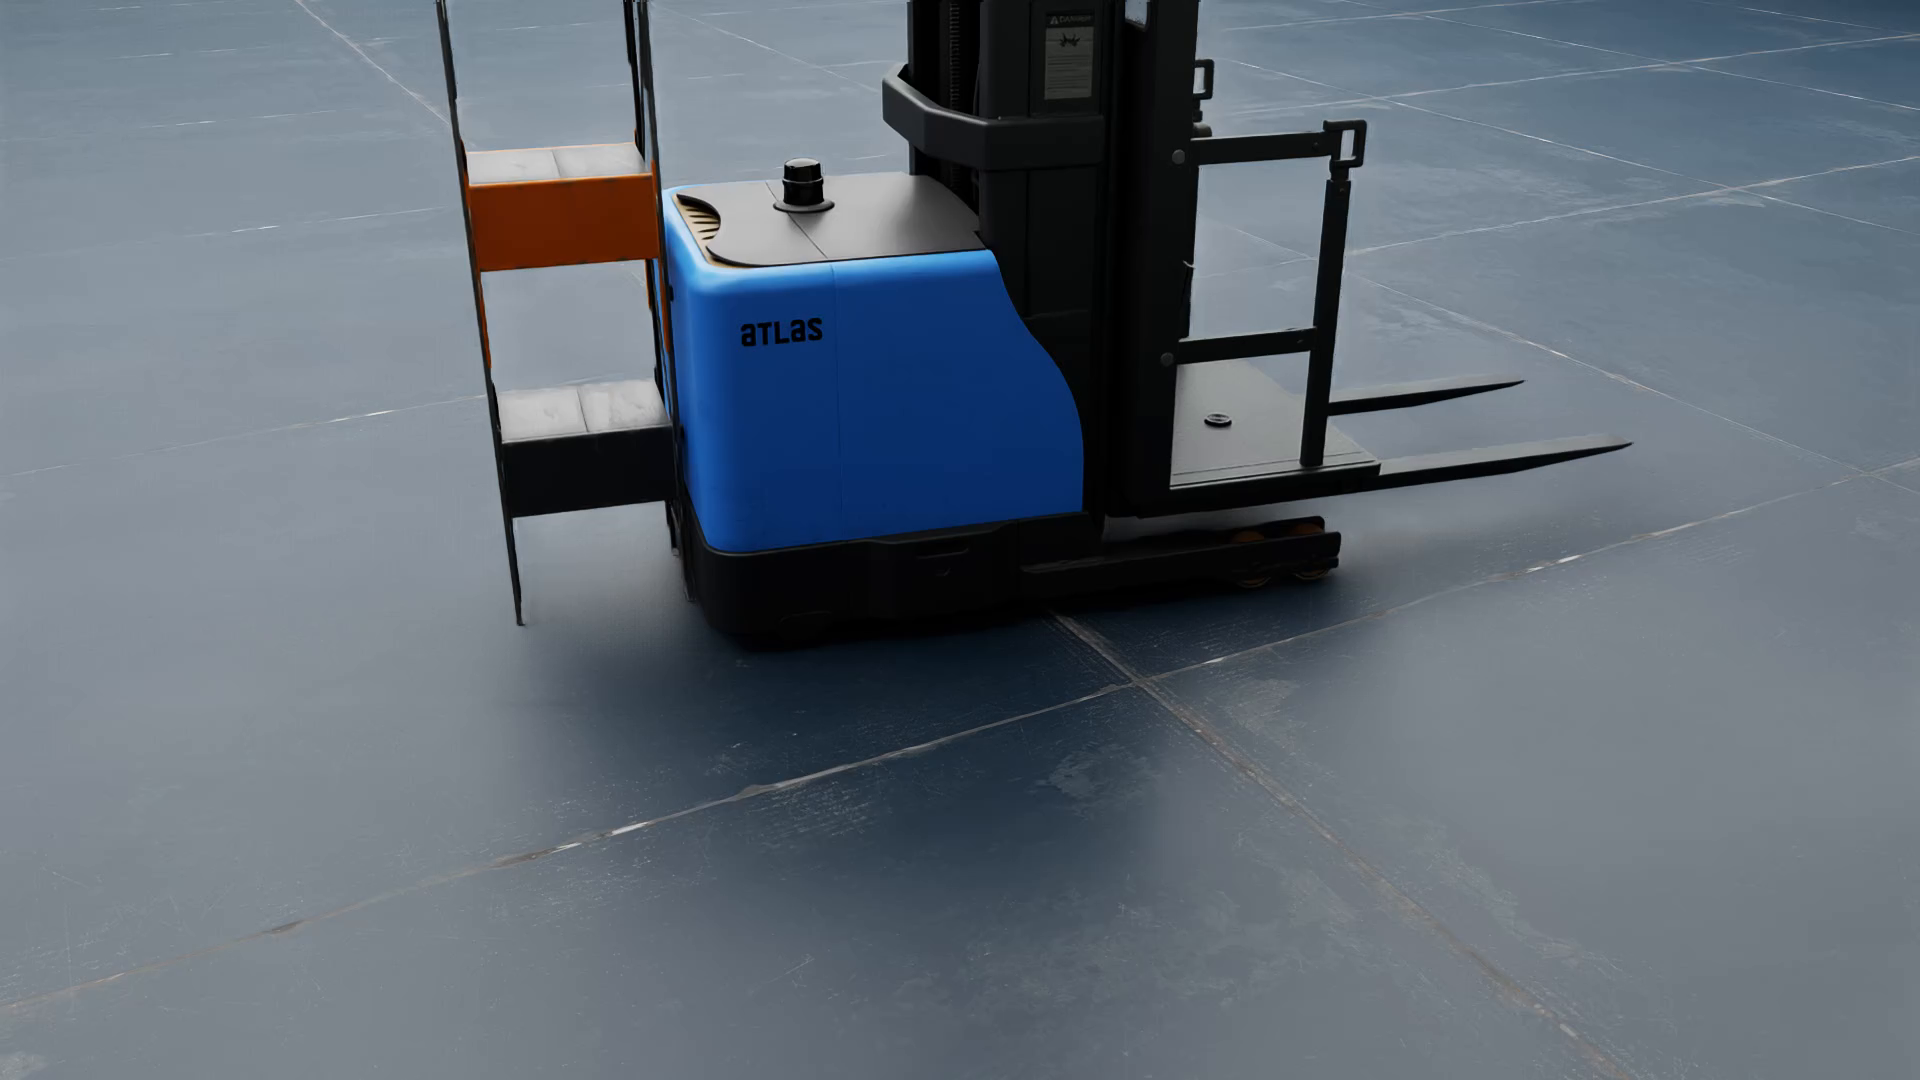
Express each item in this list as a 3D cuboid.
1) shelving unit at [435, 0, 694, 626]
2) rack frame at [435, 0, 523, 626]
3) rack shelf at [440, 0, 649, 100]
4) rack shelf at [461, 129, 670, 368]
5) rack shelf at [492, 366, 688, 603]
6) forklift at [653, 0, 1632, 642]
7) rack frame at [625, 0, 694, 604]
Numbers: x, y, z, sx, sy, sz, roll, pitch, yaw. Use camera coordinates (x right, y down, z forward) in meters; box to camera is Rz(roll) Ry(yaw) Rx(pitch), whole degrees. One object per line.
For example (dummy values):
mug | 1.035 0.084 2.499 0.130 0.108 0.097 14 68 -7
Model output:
shelving unit | -1.076 -0.814 4.520 0.503 2.100 0.431 -7 27 -15
rack frame | -1.310 -0.785 4.458 0.015 2.100 0.400 -7 27 -15
rack shelf | -1.076 -1.433 4.223 0.480 0.518 0.431 -7 27 -15
rack shelf | -1.076 -0.802 4.526 0.480 0.518 0.431 -7 27 -15
rack shelf | -1.076 -0.171 4.829 0.480 0.518 0.431 -7 27 -15
forklift | 0.637 -1.390 4.758 3.031 2.935 1.130 -7 27 -15
rack frame | -0.842 -0.844 4.582 0.015 2.100 0.400 -7 27 -15
